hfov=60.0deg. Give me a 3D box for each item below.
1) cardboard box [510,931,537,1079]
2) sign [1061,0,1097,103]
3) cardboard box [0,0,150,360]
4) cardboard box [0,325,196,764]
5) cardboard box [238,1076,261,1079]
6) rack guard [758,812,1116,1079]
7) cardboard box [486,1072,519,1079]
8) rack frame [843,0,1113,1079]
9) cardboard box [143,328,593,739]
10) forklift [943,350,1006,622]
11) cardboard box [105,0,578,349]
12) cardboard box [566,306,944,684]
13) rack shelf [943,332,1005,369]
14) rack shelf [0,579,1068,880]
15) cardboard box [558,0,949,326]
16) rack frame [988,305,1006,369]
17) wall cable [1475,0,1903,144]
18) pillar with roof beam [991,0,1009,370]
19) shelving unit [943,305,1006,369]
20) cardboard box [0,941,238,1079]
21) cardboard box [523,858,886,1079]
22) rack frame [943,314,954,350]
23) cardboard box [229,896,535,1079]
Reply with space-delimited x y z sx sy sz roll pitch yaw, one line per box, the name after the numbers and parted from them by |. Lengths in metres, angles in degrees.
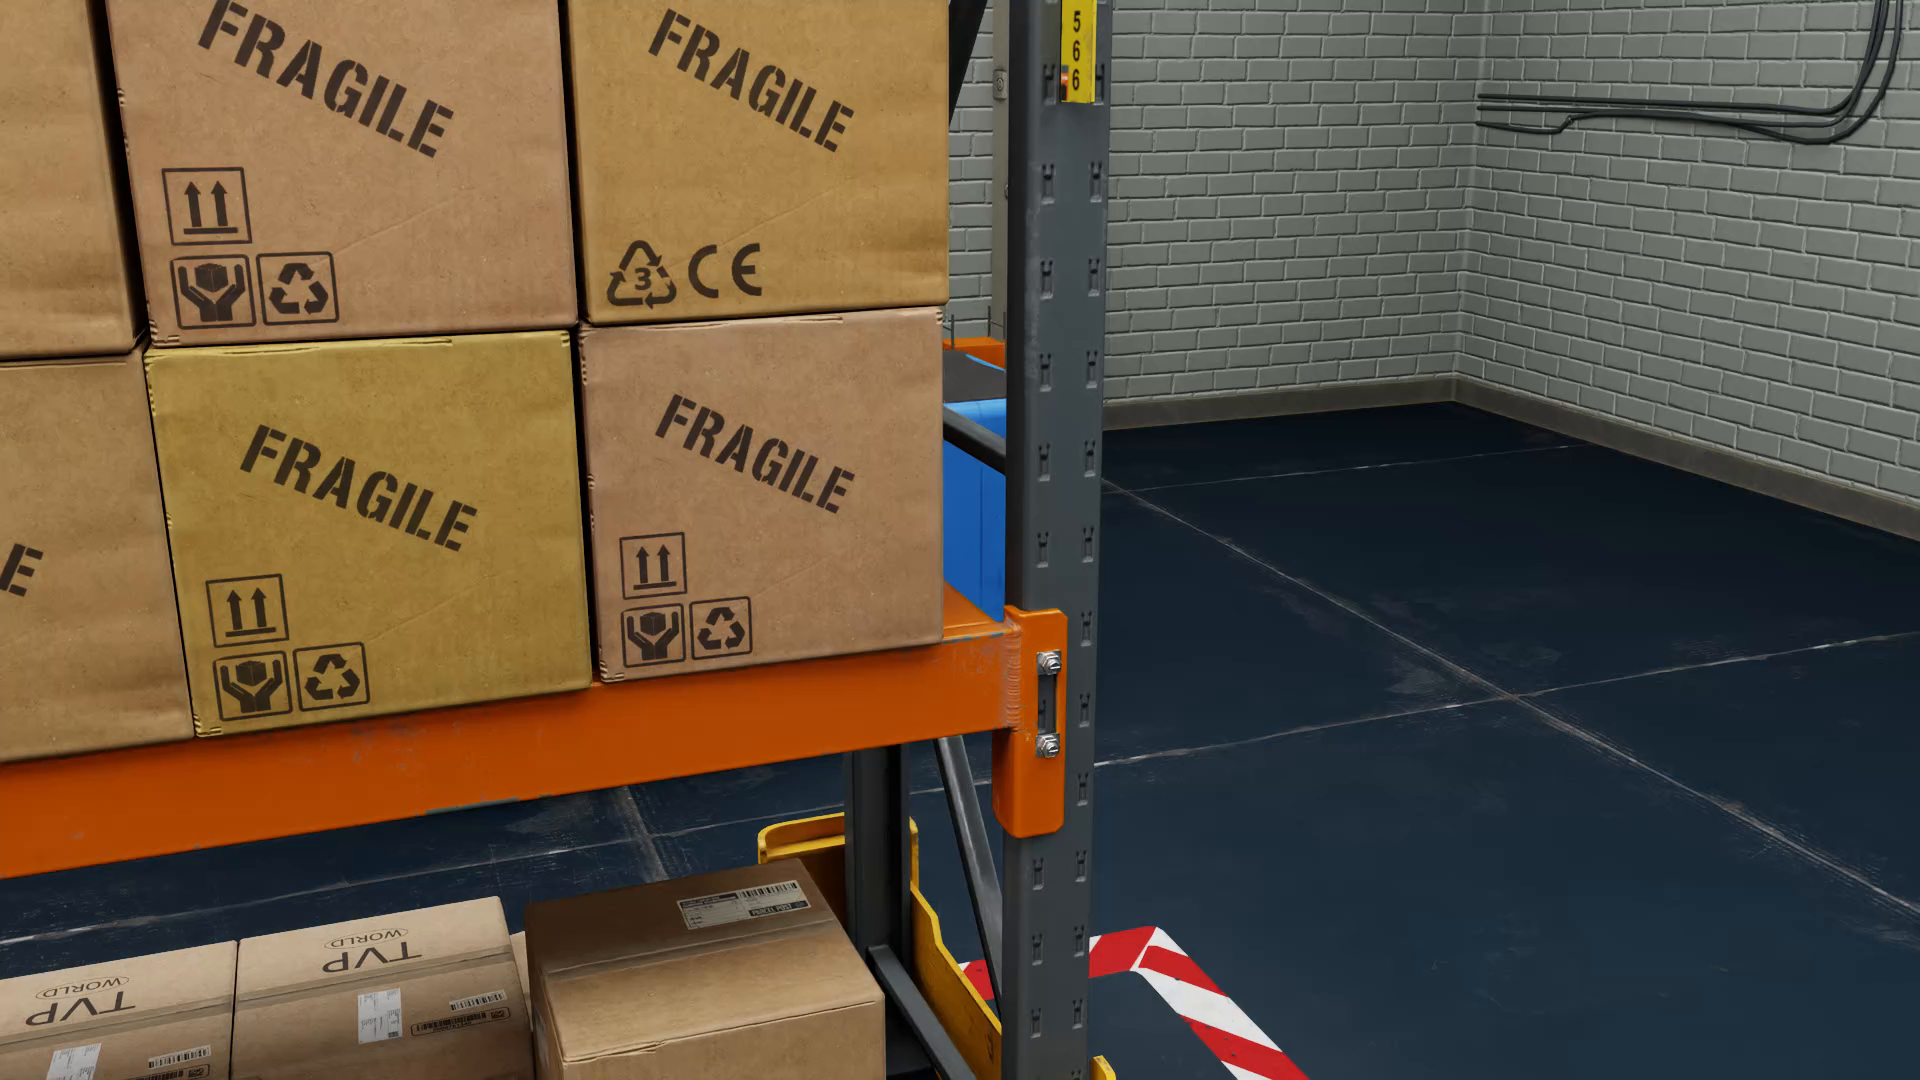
-0.767 0.929 3.358 0.250 0.166 0.380 -6 17 -20 | cardboard box
0.160 -0.755 2.231 0.005 0.325 0.100 -6 17 -20 | sign
-1.291 -0.502 2.032 0.500 0.500 0.500 -6 17 -19 | cardboard box
-1.291 -0.025 2.183 0.500 0.500 0.500 -6 17 -20 | cardboard box
-1.337 1.120 2.561 0.500 0.250 0.500 -6 17 -20 | cardboard box
-0.090 1.011 3.269 0.348 0.500 1.175 -6 17 -20 | rack guard
-0.849 1.089 2.814 0.250 0.166 0.380 -6 17 -20 | cardboard box
-0.019 -0.196 2.943 0.127 3.000 1.000 -6 17 -20 | rack frame
-0.823 -0.074 2.350 0.500 0.500 0.500 -6 17 -20 | cardboard box
-1.185 -0.810 5.156 3.031 2.935 1.130 -7 18 -22 | forklift
-0.808 -0.556 2.214 0.500 0.500 0.500 -6 17 -19 | cardboard box
-0.340 -0.127 2.531 0.500 0.500 0.500 -6 17 -18 | cardboard box
0.050 -0.771 7.392 0.240 0.259 0.215 -6 17 -20 | rack shelf
-1.887 0.351 2.357 4.000 0.370 1.077 -6 17 -20 | rack shelf
-0.337 -0.607 2.388 0.500 0.500 0.500 -6 18 -21 | cardboard box
0.164 -0.521 7.511 0.008 1.050 0.200 -6 17 -20 | rack frame
3.614 -3.364 8.593 0.112 2.526 3.097 -6 17 -20 | wall cable
1.957 -3.745 4.379 0.400 9.000 9.100 -6 17 -20 | pillar with roof beam
0.050 -0.509 7.469 0.252 1.050 0.215 -6 17 -20 | shelving unit
-1.562 0.993 2.992 0.500 0.250 0.500 -6 17 -20 | cardboard box
-0.439 0.912 2.825 0.500 0.500 0.500 -6 17 -20 | cardboard box
-0.064 -0.497 7.427 0.008 1.050 0.200 -6 17 -20 | rack frame
-1.096 0.943 3.164 0.500 0.250 0.500 -6 17 -20 | cardboard box
